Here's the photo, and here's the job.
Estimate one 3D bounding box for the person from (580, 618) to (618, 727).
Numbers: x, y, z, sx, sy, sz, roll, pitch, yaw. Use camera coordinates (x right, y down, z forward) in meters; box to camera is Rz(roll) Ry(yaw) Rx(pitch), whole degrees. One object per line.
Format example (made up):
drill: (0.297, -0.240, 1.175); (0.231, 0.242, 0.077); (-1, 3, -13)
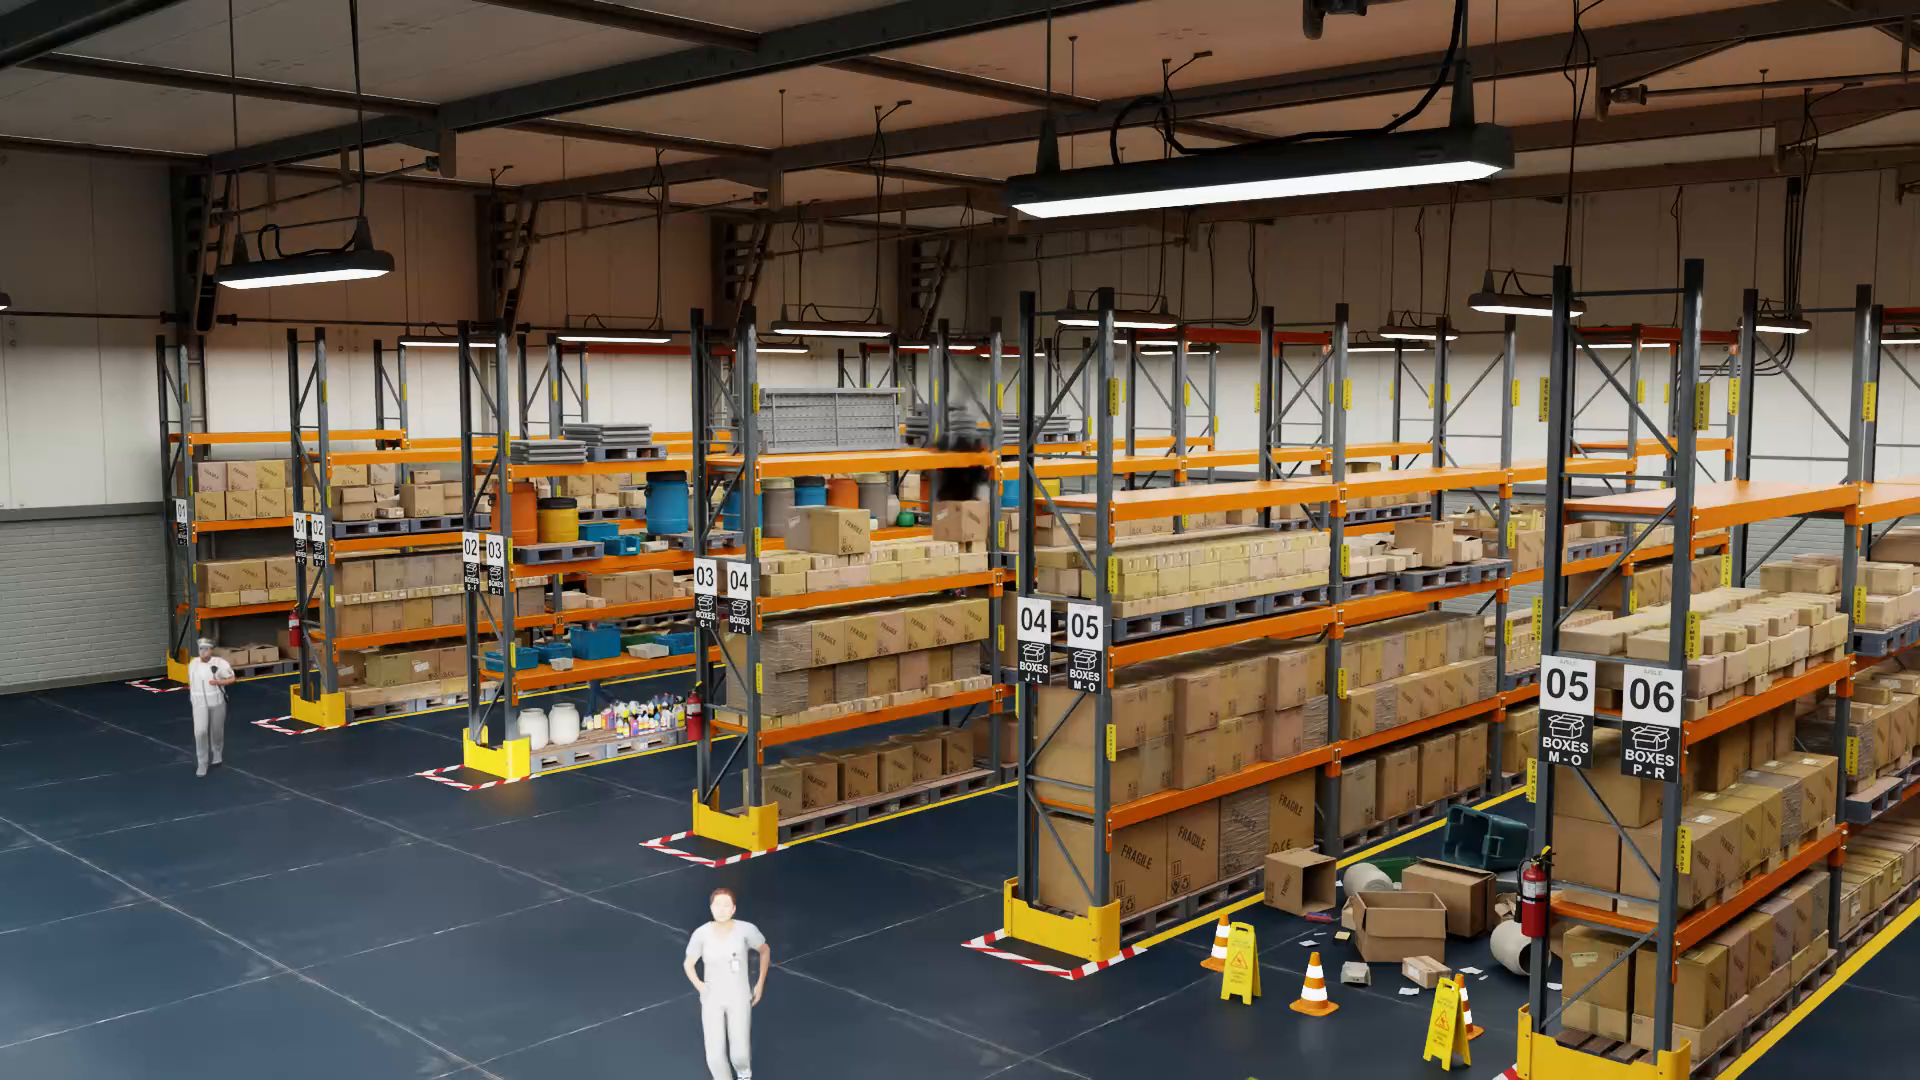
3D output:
person: (-5.516, 1.986, 25.313); (0.538, 1.605, 0.873); (4, 6, 33)

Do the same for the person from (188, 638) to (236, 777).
person: (-10.003, 2.210, 22.232); (0.629, 1.856, 0.811); (-1, 6, -15)

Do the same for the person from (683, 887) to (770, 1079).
person: (-1.649, 3.256, 11.737); (0.601, 1.636, 0.578); (0, 5, -3)
